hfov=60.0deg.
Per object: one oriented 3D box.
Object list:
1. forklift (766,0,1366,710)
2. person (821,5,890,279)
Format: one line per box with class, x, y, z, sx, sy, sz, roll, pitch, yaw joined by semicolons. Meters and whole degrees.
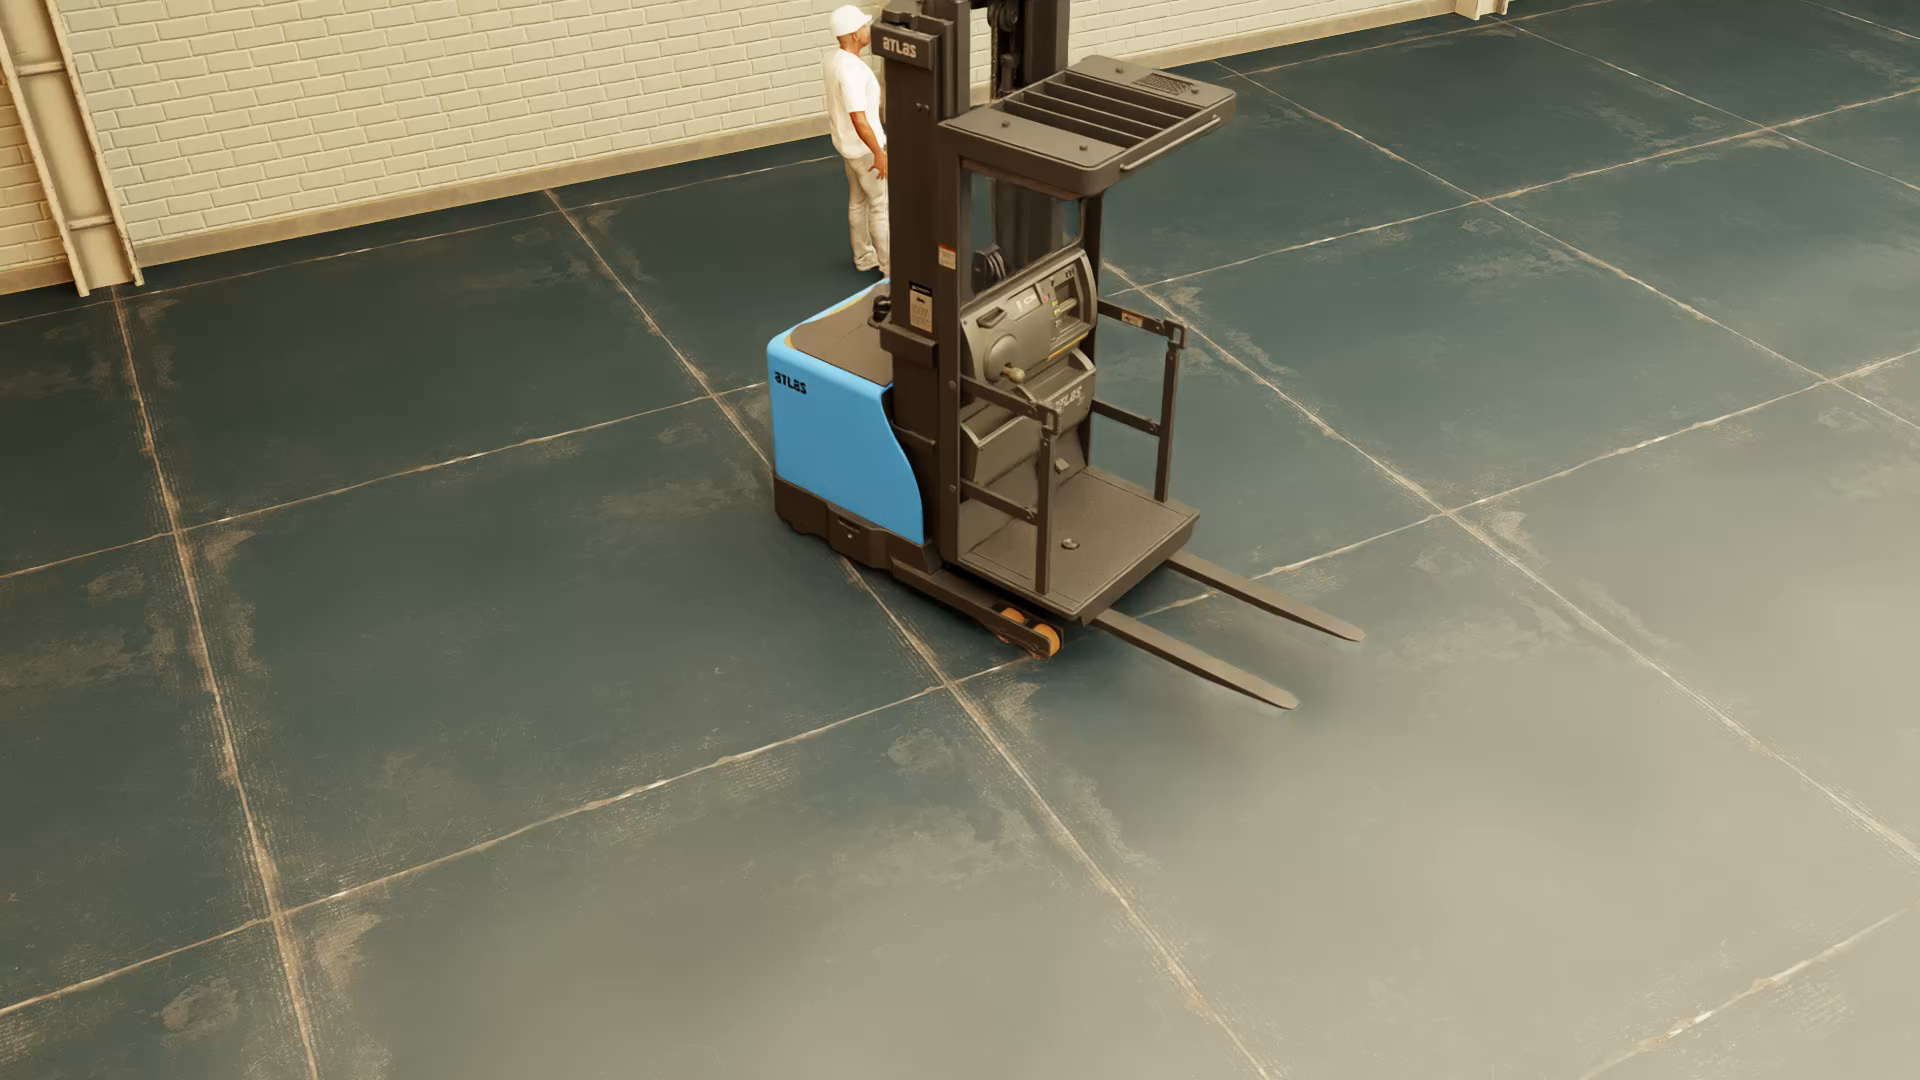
forklift;0.486;-0.978;7.507;3.031;2.935;1.130;25;42;31
person;-0.567;-2.571;10.758;0.578;1.767;0.671;-12;37;-17
